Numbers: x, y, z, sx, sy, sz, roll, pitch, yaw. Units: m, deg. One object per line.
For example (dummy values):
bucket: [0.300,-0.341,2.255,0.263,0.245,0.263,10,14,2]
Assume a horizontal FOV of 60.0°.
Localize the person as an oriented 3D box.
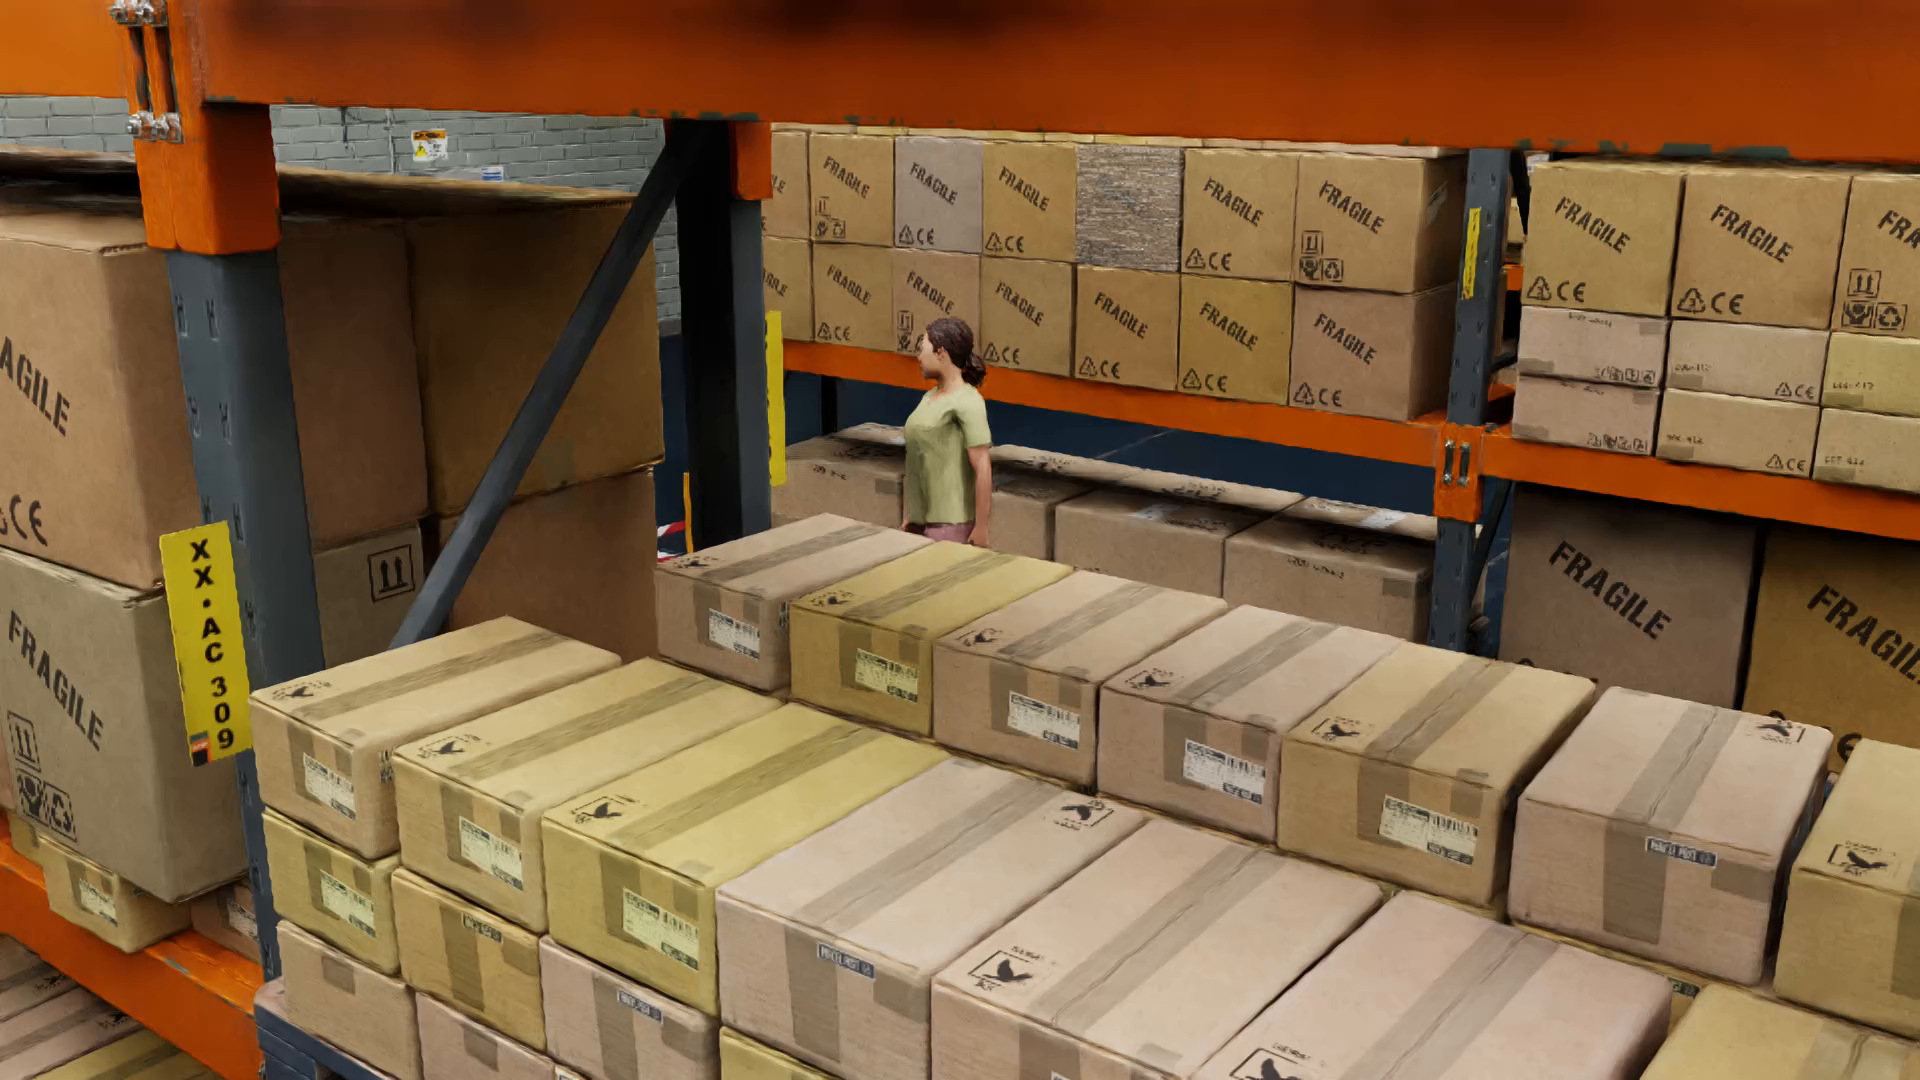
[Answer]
person: [-0.037,-0.060,6.739,0.478,1.653,0.525,-7,18,-21]
